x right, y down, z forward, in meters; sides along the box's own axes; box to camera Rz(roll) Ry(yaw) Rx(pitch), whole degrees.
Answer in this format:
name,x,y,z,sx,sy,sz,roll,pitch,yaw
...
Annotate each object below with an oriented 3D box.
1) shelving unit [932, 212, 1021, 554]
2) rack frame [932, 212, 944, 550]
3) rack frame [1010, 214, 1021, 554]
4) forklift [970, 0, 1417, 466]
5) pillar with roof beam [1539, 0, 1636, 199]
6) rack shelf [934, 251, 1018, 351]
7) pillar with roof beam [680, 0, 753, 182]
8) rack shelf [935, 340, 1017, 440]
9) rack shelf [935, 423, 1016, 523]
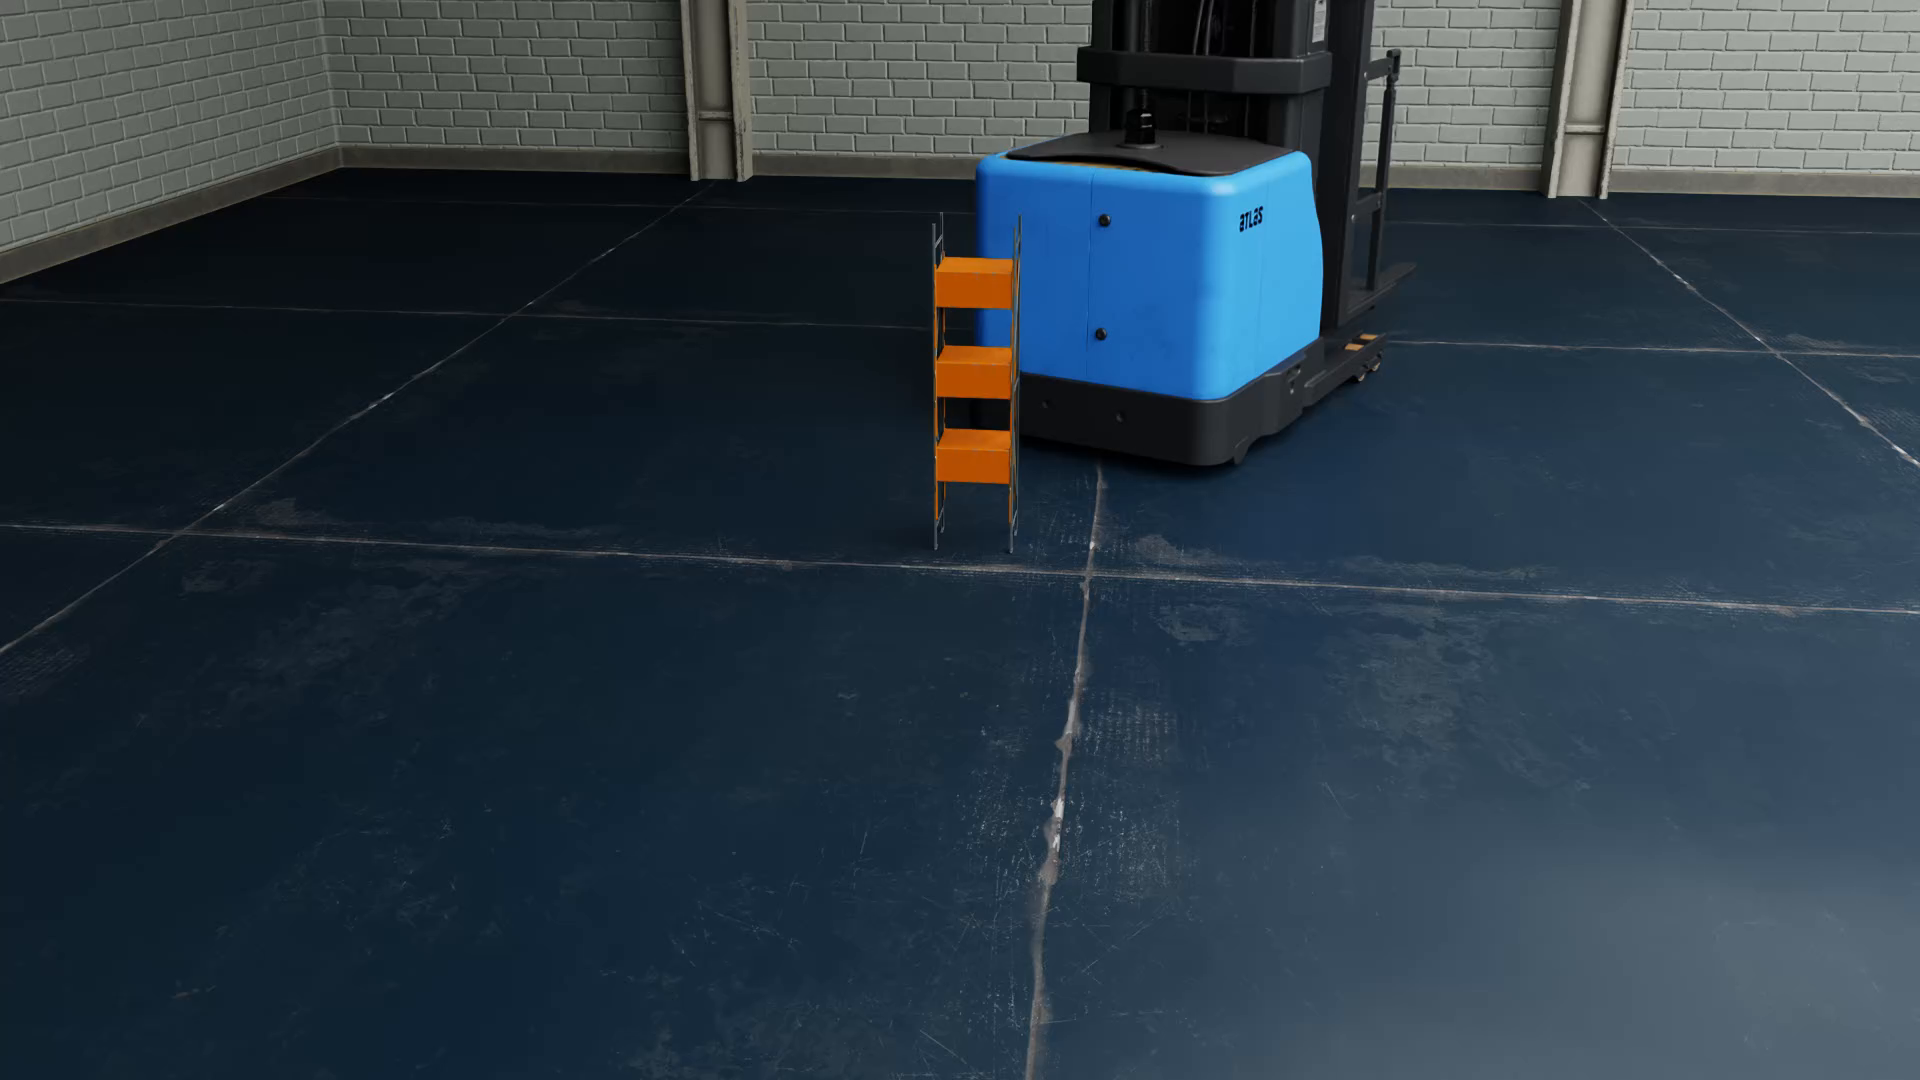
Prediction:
name,x,y,z,sx,sy,sz,roll,pitch,yaw
shelving unit,0.053,-0.486,5.241,0.252,1.050,0.215,2,22,6
rack frame,-0.068,-0.491,5.254,0.008,1.050,0.200,2,22,6
rack frame,0.174,-0.481,5.228,0.008,1.050,0.200,2,22,6
forklift,1.225,-2.121,6.817,1.130,2.935,3.031,12,25,28
pillar with roof beam,3.718,-4.998,5.842,0.400,9.000,9.100,2,22,6
rack shelf,0.053,-0.740,5.141,0.240,0.259,0.215,2,22,6
pillar with roof beam,-2.240,-5.257,6.498,0.400,9.000,9.100,2,22,6
rack shelf,0.053,-0.476,5.245,0.240,0.259,0.215,2,22,6
rack shelf,0.053,-0.218,5.347,0.240,0.259,0.215,2,22,6
